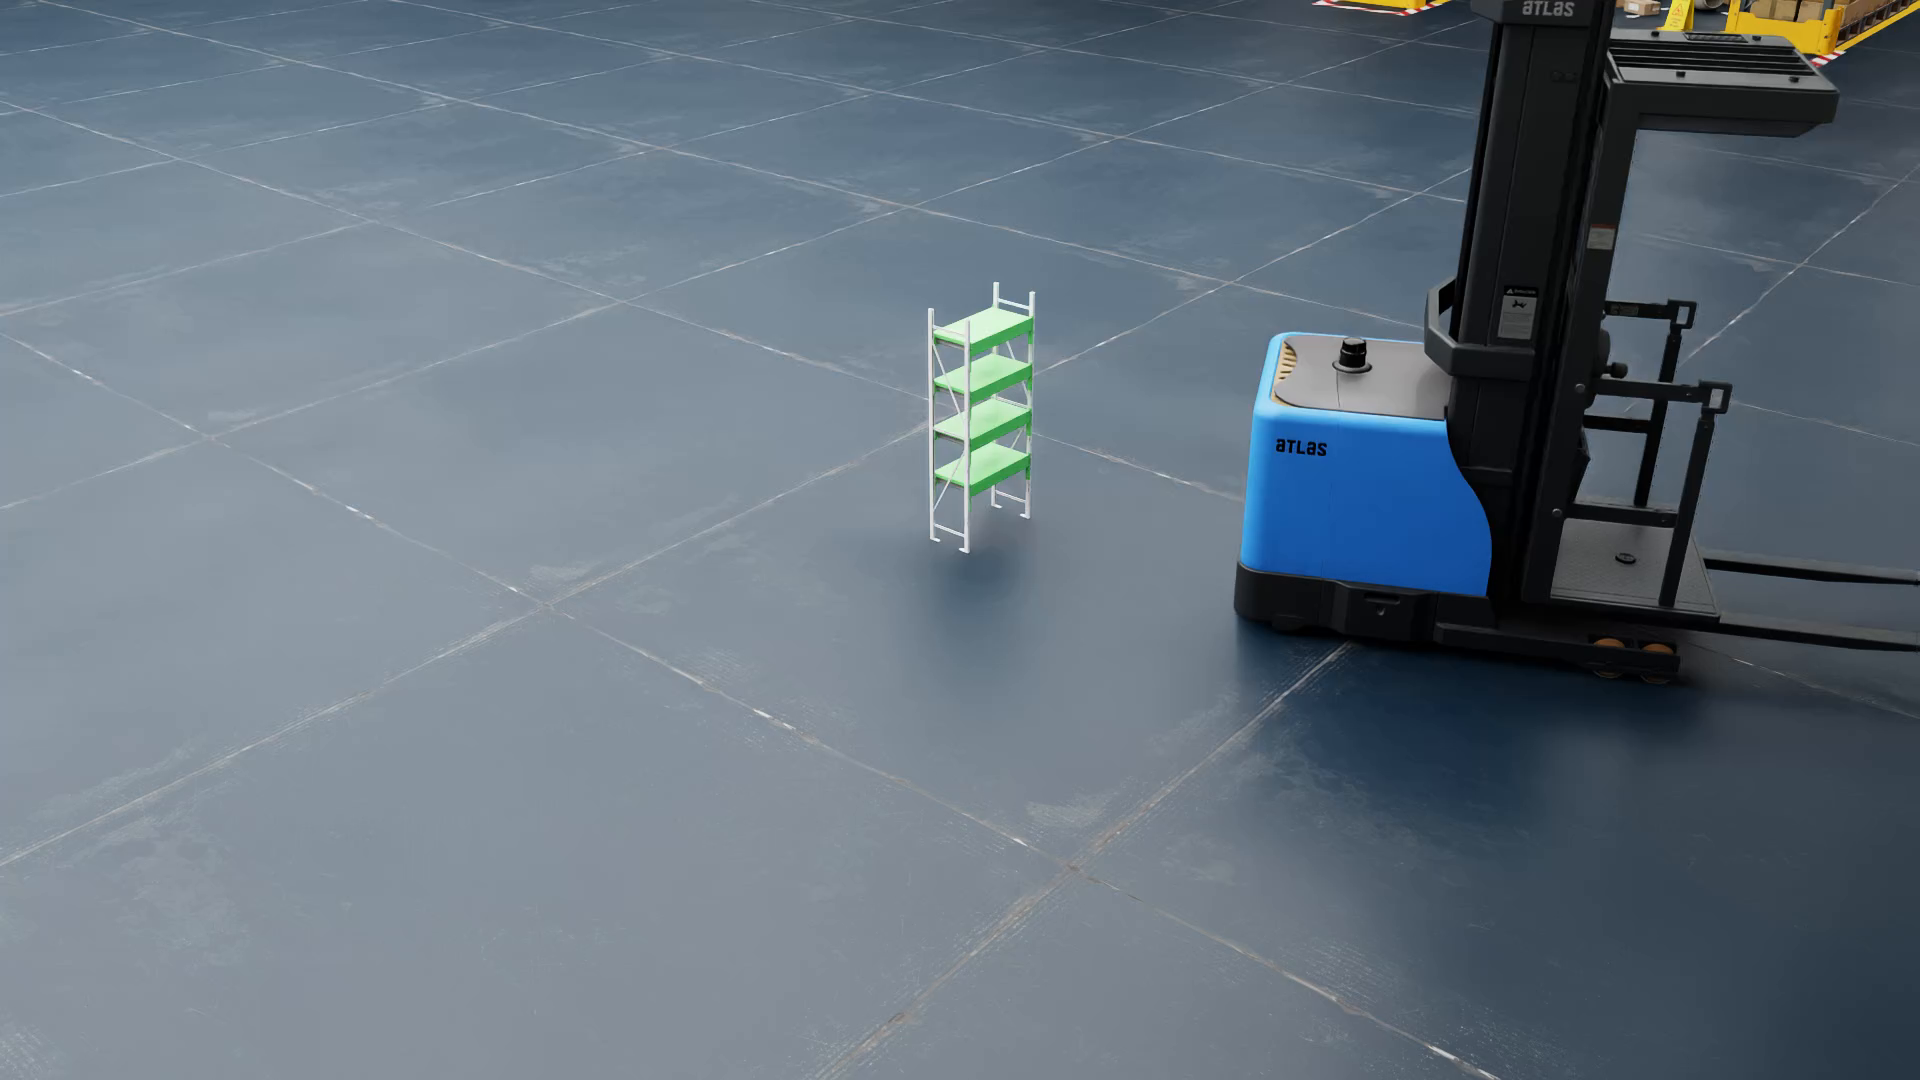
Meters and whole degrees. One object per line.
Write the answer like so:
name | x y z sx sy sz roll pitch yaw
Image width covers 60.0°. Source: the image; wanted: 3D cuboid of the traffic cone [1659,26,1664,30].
traffic cone | 8.727 -6.433 20.182 0.336 0.463 0.334 21 34 34

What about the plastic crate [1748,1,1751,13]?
plastic crate | 10.362 -6.835 21.375 0.402 0.080 0.583 9 29 17

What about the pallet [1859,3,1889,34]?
pallet | 10.818 -6.527 20.638 1.003 0.211 1.213 21 34 34

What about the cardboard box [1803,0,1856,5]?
cardboard box | 10.190 -6.543 19.352 0.500 0.500 0.500 19 33 33

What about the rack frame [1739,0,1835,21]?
rack frame | 9.449 -7.030 18.576 1.000 3.000 0.127 21 34 34

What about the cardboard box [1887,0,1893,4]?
cardboard box | 11.494 -6.934 20.925 0.500 0.250 0.500 20 33 33

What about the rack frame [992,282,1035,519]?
rack frame | 0.261 -0.678 8.255 0.240 1.200 0.015 21 34 34

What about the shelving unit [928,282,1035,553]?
shelving unit | 0.105 -0.592 8.088 0.258 1.200 0.503 21 34 34

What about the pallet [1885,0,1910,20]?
pallet | 11.593 -6.962 21.477 1.003 0.211 1.213 21 34 34

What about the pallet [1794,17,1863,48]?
pallet | 10.041 -6.097 19.805 1.003 0.211 1.213 21 34 34

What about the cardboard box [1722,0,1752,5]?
cardboard box | 10.262 -7.357 21.925 0.500 0.500 0.500 -5 28 -9

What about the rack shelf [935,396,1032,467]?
rack shelf | 0.105 -0.535 8.117 0.258 0.148 0.480 21 34 34

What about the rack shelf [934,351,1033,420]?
rack shelf | 0.105 -0.748 8.007 0.258 0.148 0.480 21 34 34

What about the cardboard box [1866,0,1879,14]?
cardboard box | 10.843 -6.577 20.234 0.500 0.250 0.500 24 35 38

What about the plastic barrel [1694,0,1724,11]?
plastic barrel | 9.595 -7.061 21.438 0.421 0.421 0.512 -5 28 -9

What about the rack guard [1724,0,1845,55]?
rack guard | 9.497 -5.947 19.202 1.175 0.500 0.348 21 34 34

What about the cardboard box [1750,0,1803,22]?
cardboard box | 9.771 -6.369 19.833 0.500 0.250 0.500 21 34 34

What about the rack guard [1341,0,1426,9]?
rack guard | 5.550 -7.323 21.861 1.175 0.500 0.348 21 34 34

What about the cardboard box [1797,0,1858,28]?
cardboard box | 10.175 -6.201 19.508 0.500 0.250 0.500 20 34 34

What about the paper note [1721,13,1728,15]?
paper note | 9.789 -6.721 21.208 0.142 0.019 0.148 9 29 17

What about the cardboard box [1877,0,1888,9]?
cardboard box | 11.167 -6.755 20.579 0.500 0.250 0.500 21 34 35

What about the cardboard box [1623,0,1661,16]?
cardboard box | 8.724 -6.819 21.270 0.250 0.149 0.380 -10 29 -18

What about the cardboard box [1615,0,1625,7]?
cardboard box | 8.613 -7.284 21.783 0.797 0.503 0.637 0 27 0

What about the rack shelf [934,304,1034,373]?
rack shelf | 0.105 -0.961 7.897 0.258 0.148 0.480 21 34 34

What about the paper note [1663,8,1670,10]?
paper note | 9.170 -6.881 21.530 0.142 0.019 0.148 -15 31 -27

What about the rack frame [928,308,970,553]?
rack frame | -0.050 -0.505 7.921 0.240 1.200 0.015 21 34 34

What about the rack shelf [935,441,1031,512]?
rack shelf | 0.105 -0.322 8.227 0.258 0.148 0.480 21 34 34

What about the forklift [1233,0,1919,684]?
forklift | 2.809 -0.960 6.917 3.031 2.935 1.130 7 28 12

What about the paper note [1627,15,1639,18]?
paper note | 8.514 -6.629 21.030 0.148 0.019 0.142 9 29 17

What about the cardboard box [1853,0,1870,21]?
cardboard box | 10.506 -6.380 19.853 0.500 0.250 0.500 22 35 36

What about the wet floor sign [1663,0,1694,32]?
wet floor sign | 8.502 -6.230 19.591 0.232 0.644 0.267 -15 31 -27

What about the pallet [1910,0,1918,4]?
pallet | 12.487 -7.487 22.492 1.003 0.211 1.213 21 34 34
